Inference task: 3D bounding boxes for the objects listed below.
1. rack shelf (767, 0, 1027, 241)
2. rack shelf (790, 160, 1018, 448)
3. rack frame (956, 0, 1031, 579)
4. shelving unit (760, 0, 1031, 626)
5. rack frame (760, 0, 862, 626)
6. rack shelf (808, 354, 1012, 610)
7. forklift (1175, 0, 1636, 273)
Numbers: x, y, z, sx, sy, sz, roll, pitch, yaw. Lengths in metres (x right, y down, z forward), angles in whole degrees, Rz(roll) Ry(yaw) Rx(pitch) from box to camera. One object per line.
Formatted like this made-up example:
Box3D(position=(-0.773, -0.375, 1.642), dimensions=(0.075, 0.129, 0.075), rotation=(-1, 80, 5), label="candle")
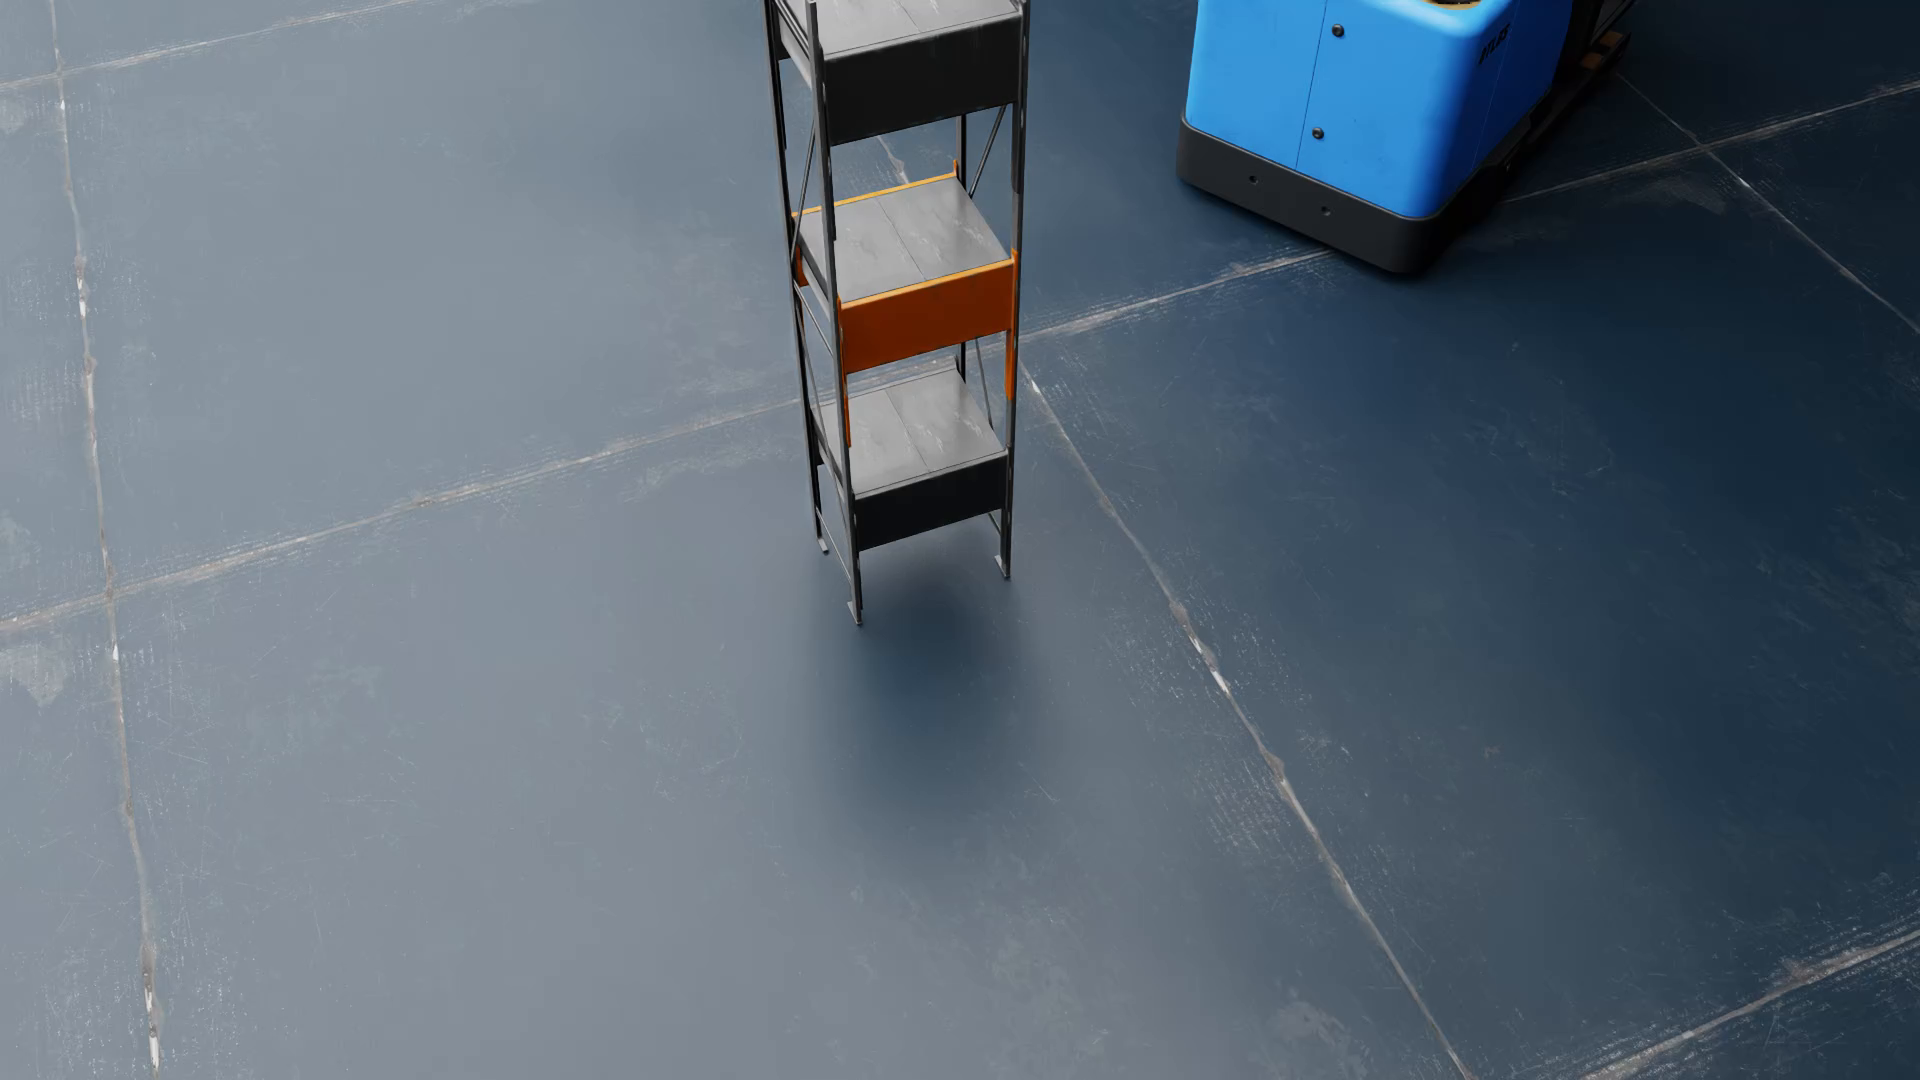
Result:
Box3D(position=(-0.153, -1.084, 3.892), dimensions=(0.480, 0.518, 0.431), rotation=(-17, 52, -14), label="rack shelf")
Box3D(position=(-0.153, -0.628, 4.423), dimensions=(0.480, 0.518, 0.431), rotation=(-17, 52, -14), label="rack shelf")
Box3D(position=(0.073, -0.707, 4.473), dimensions=(0.015, 2.100, 0.400), rotation=(-17, 52, -14), label="rack frame")
Box3D(position=(-0.153, -0.637, 4.413), dimensions=(0.503, 2.100, 0.431), rotation=(-17, 52, -14), label="shelving unit")
Box3D(position=(-0.379, -0.567, 4.353), dimensions=(0.015, 2.100, 0.400), rotation=(-17, 52, -14), label="rack frame")
Box3D(position=(-0.153, -0.172, 4.954), dimensions=(0.480, 0.518, 0.431), rotation=(-17, 52, -14), label="rack shelf")
Box3D(position=(2.113, -2.989, 5.885), dimensions=(1.130, 2.935, 3.031), rotation=(30, 56, 23), label="forklift")
